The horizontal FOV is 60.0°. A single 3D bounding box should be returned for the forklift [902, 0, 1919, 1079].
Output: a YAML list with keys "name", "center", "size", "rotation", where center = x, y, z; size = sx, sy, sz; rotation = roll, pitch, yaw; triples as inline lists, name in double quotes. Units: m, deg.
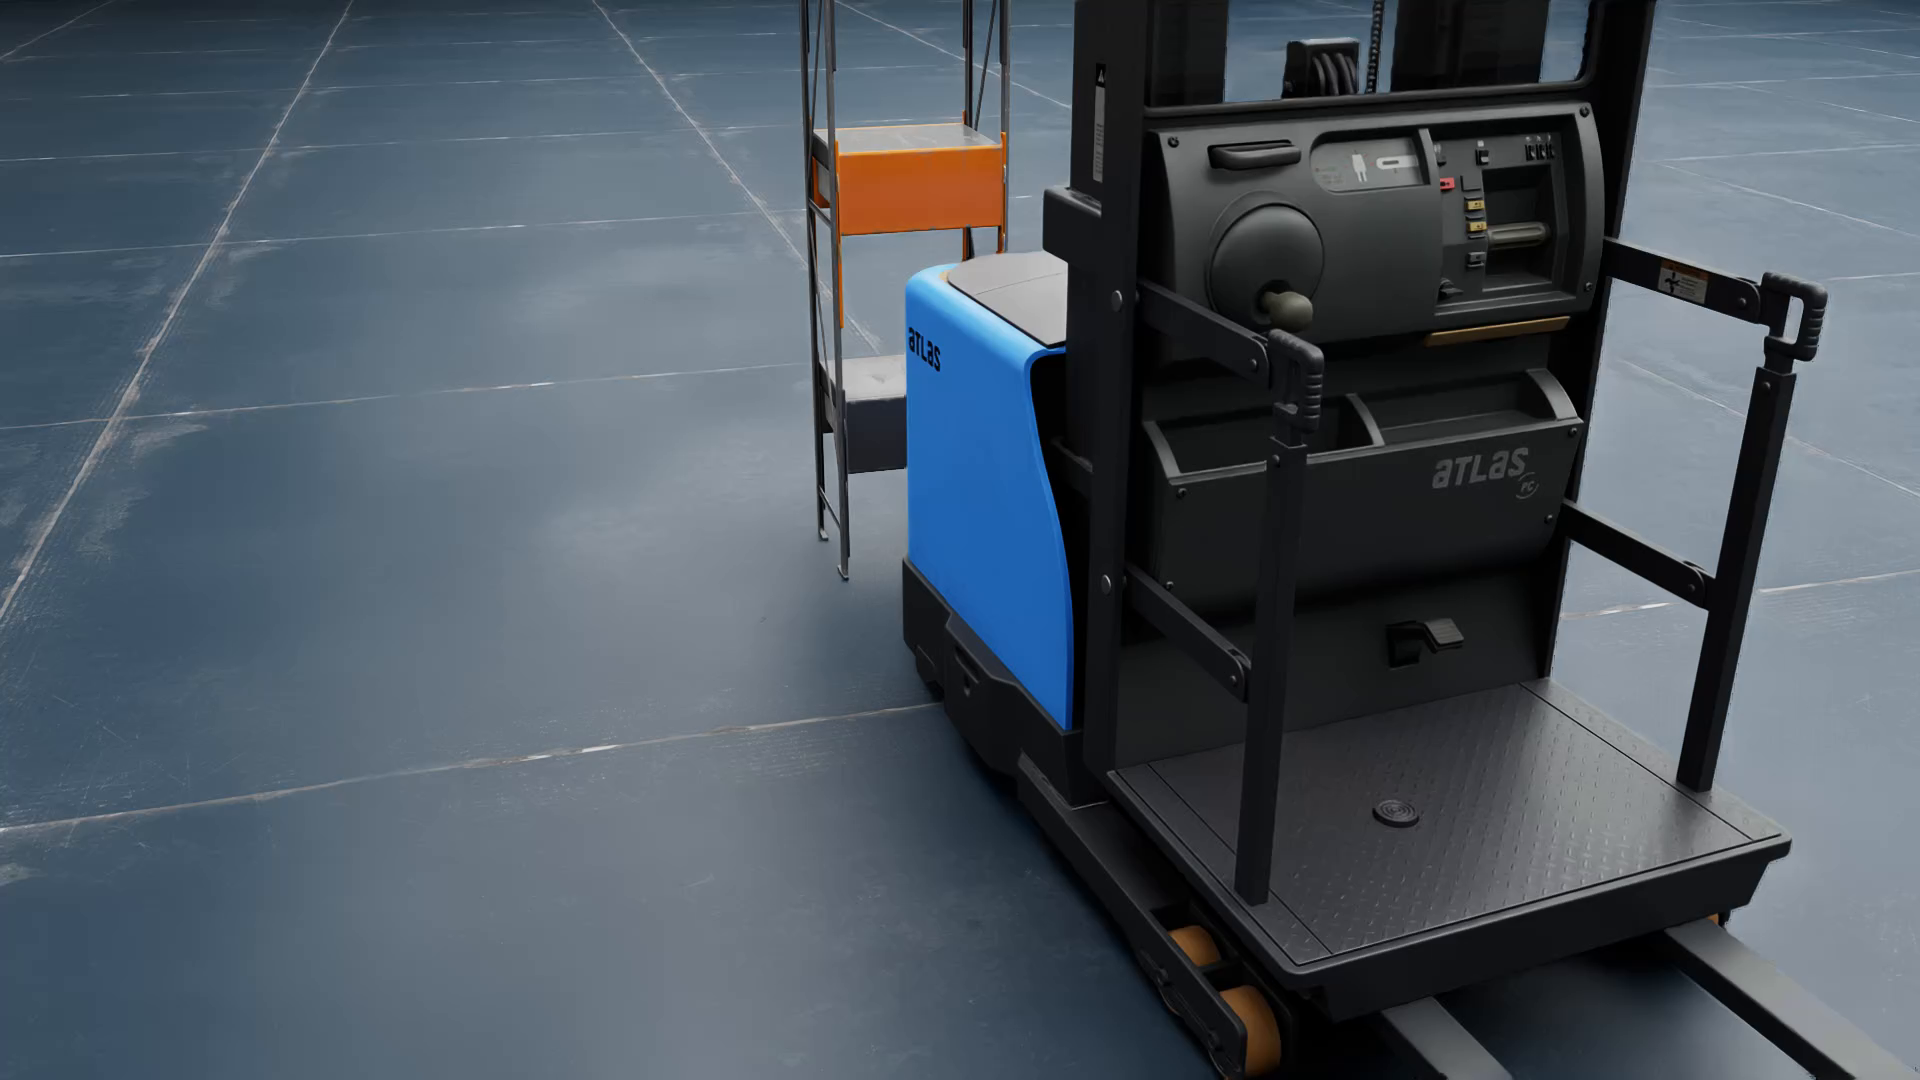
- name: "forklift"
  center: [0.865, -0.565, 2.849]
  size: [1.130, 2.935, 3.031]
  rotation: [-9, 25, -20]

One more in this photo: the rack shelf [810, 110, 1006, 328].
- name: "rack shelf"
  center: [-0.159, -0.935, 4.800]
  size: [0.480, 0.518, 0.431]
  rotation: [-6, 24, -14]

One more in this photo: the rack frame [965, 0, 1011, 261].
- name: "rack frame"
  center: [0.076, -0.973, 4.855]
  size: [0.015, 2.100, 0.400]
  rotation: [-6, 24, -14]

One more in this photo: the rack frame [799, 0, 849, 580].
- name: "rack frame"
  center: [-0.394, -0.921, 4.734]
  size: [0.015, 2.100, 0.400]
  rotation: [-6, 24, -14]

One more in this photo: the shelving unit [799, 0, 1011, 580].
- name: "shelving unit"
  center: [-0.159, -0.947, 4.795]
  size: [0.503, 2.100, 0.431]
  rotation: [-6, 24, -14]

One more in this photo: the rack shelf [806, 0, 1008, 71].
- name: "rack shelf"
  center: [-0.159, -1.578, 4.524]
  size: [0.480, 0.518, 0.431]
  rotation: [-6, 24, -14]

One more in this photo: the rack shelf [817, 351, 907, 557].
- name: "rack shelf"
  center: [-0.159, -0.291, 5.076]
  size: [0.480, 0.518, 0.431]
  rotation: [-6, 24, -14]
